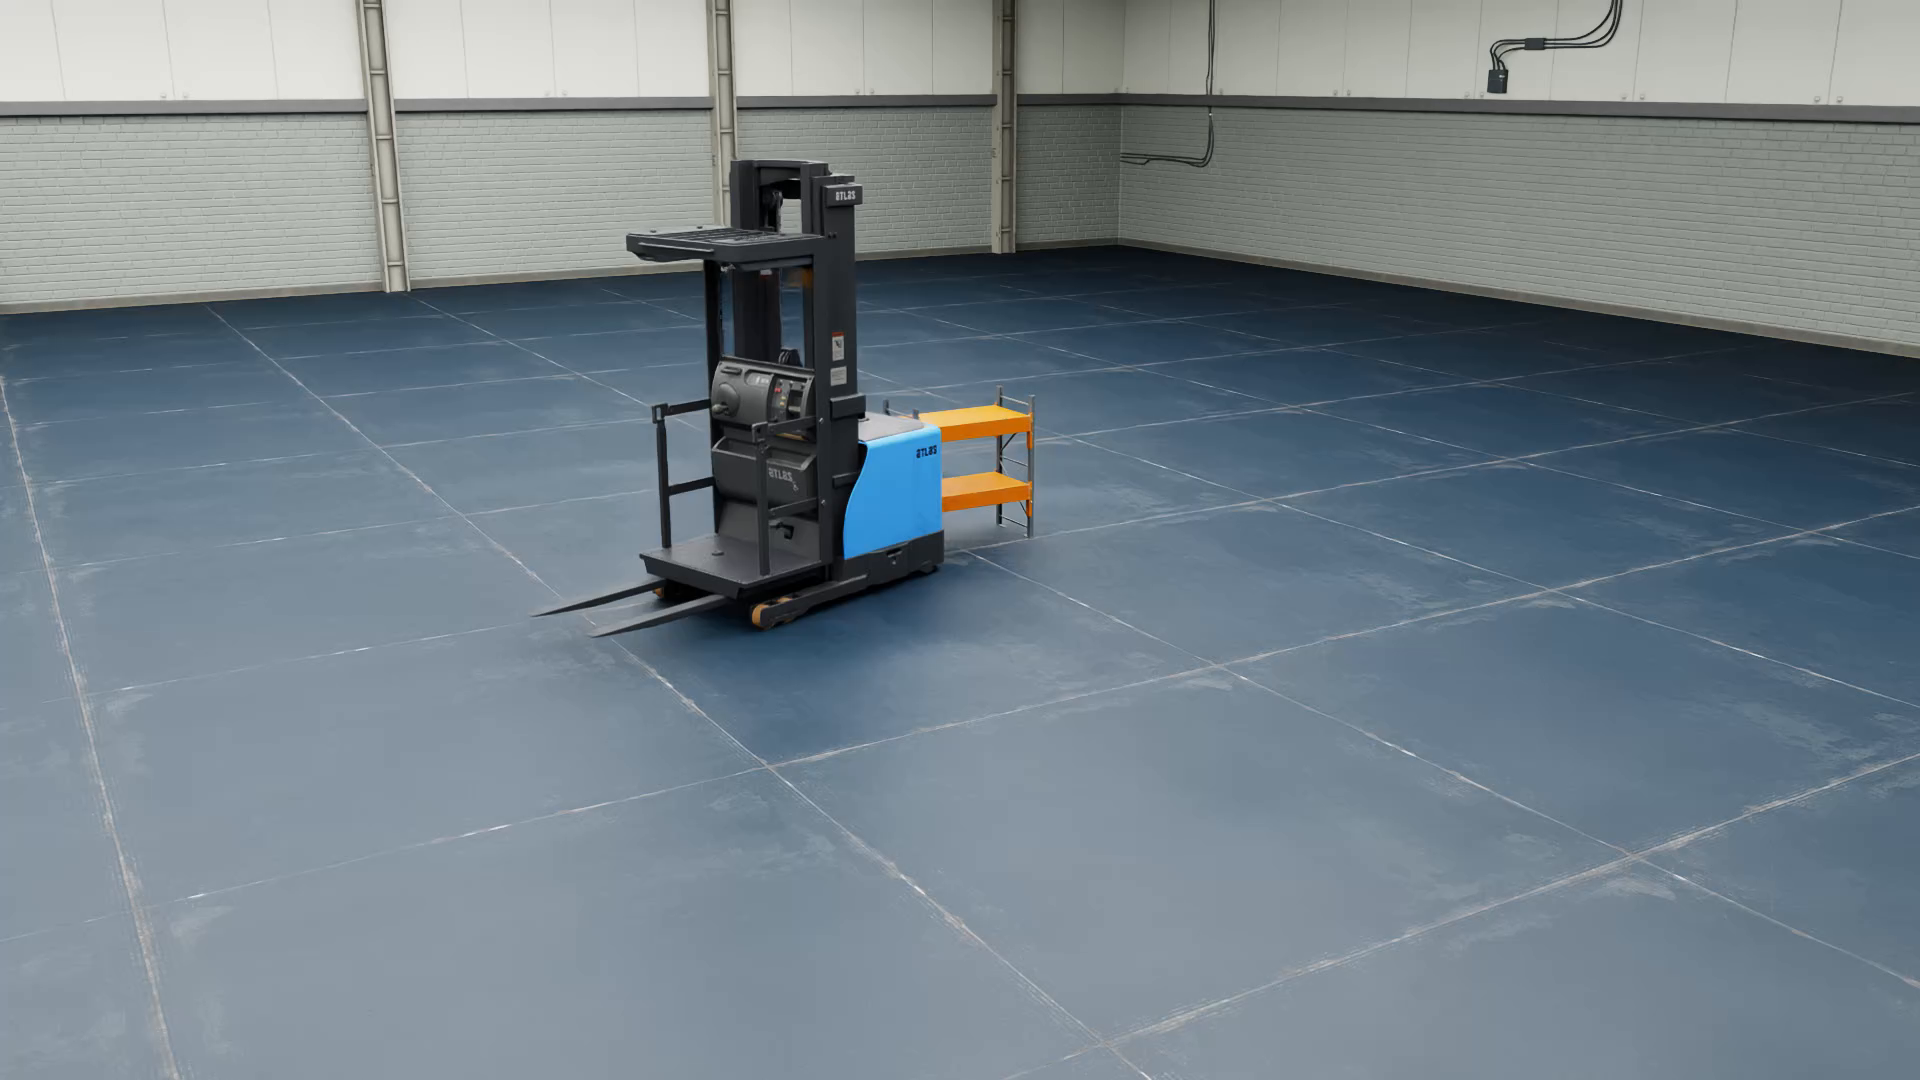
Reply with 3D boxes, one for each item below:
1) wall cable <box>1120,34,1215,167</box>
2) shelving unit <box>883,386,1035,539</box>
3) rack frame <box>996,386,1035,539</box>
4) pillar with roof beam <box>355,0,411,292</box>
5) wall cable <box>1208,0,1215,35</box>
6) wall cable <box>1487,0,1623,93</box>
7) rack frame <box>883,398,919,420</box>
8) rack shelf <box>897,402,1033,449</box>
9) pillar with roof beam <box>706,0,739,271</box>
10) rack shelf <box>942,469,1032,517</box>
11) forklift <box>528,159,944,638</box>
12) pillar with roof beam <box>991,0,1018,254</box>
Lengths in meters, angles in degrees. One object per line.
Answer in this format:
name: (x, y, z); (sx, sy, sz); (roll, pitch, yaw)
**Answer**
wall cable: (4.084, -8.773, 33.288); (0.112, 2.526, 3.097); (-9, 18, -30)
shelving unit: (-0.006, -0.541, 12.755); (1.048, 1.125, 0.538); (-9, 18, -30)
rack frame: (0.430, -0.611, 13.007); (0.032, 1.125, 0.500); (-9, 18, -30)
pillar with roof beam: (-7.191, -7.501, 22.996); (0.400, 9.000, 9.100); (-9, 18, -30)
wall cable: (5.478, -10.579, 30.374); (0.112, 2.526, 3.097); (-9, 18, -30)
wall cable: (8.960, -9.707, 24.567); (0.169, 6.003, 2.305); (-9, 18, -30)
rack frame: (-0.442, -0.470, 12.503); (0.032, 1.125, 0.500); (-9, 18, -30)
rack shelf: (-0.006, -0.823, 12.676); (1.000, 0.278, 0.538); (-9, 18, -30)
pillar with roof beam: (-2.048, -8.335, 25.971); (0.400, 9.000, 9.100); (-9, 18, -30)
rack shelf: (-0.006, -0.305, 12.821); (1.000, 0.278, 0.538); (-9, 18, -30)
forklift: (-1.464, -0.981, 10.980); (1.130, 2.935, 3.031); (13, 20, 39)
pillar with roof beam: (3.095, -9.169, 28.947); (0.400, 9.000, 9.100); (-9, 18, -30)
